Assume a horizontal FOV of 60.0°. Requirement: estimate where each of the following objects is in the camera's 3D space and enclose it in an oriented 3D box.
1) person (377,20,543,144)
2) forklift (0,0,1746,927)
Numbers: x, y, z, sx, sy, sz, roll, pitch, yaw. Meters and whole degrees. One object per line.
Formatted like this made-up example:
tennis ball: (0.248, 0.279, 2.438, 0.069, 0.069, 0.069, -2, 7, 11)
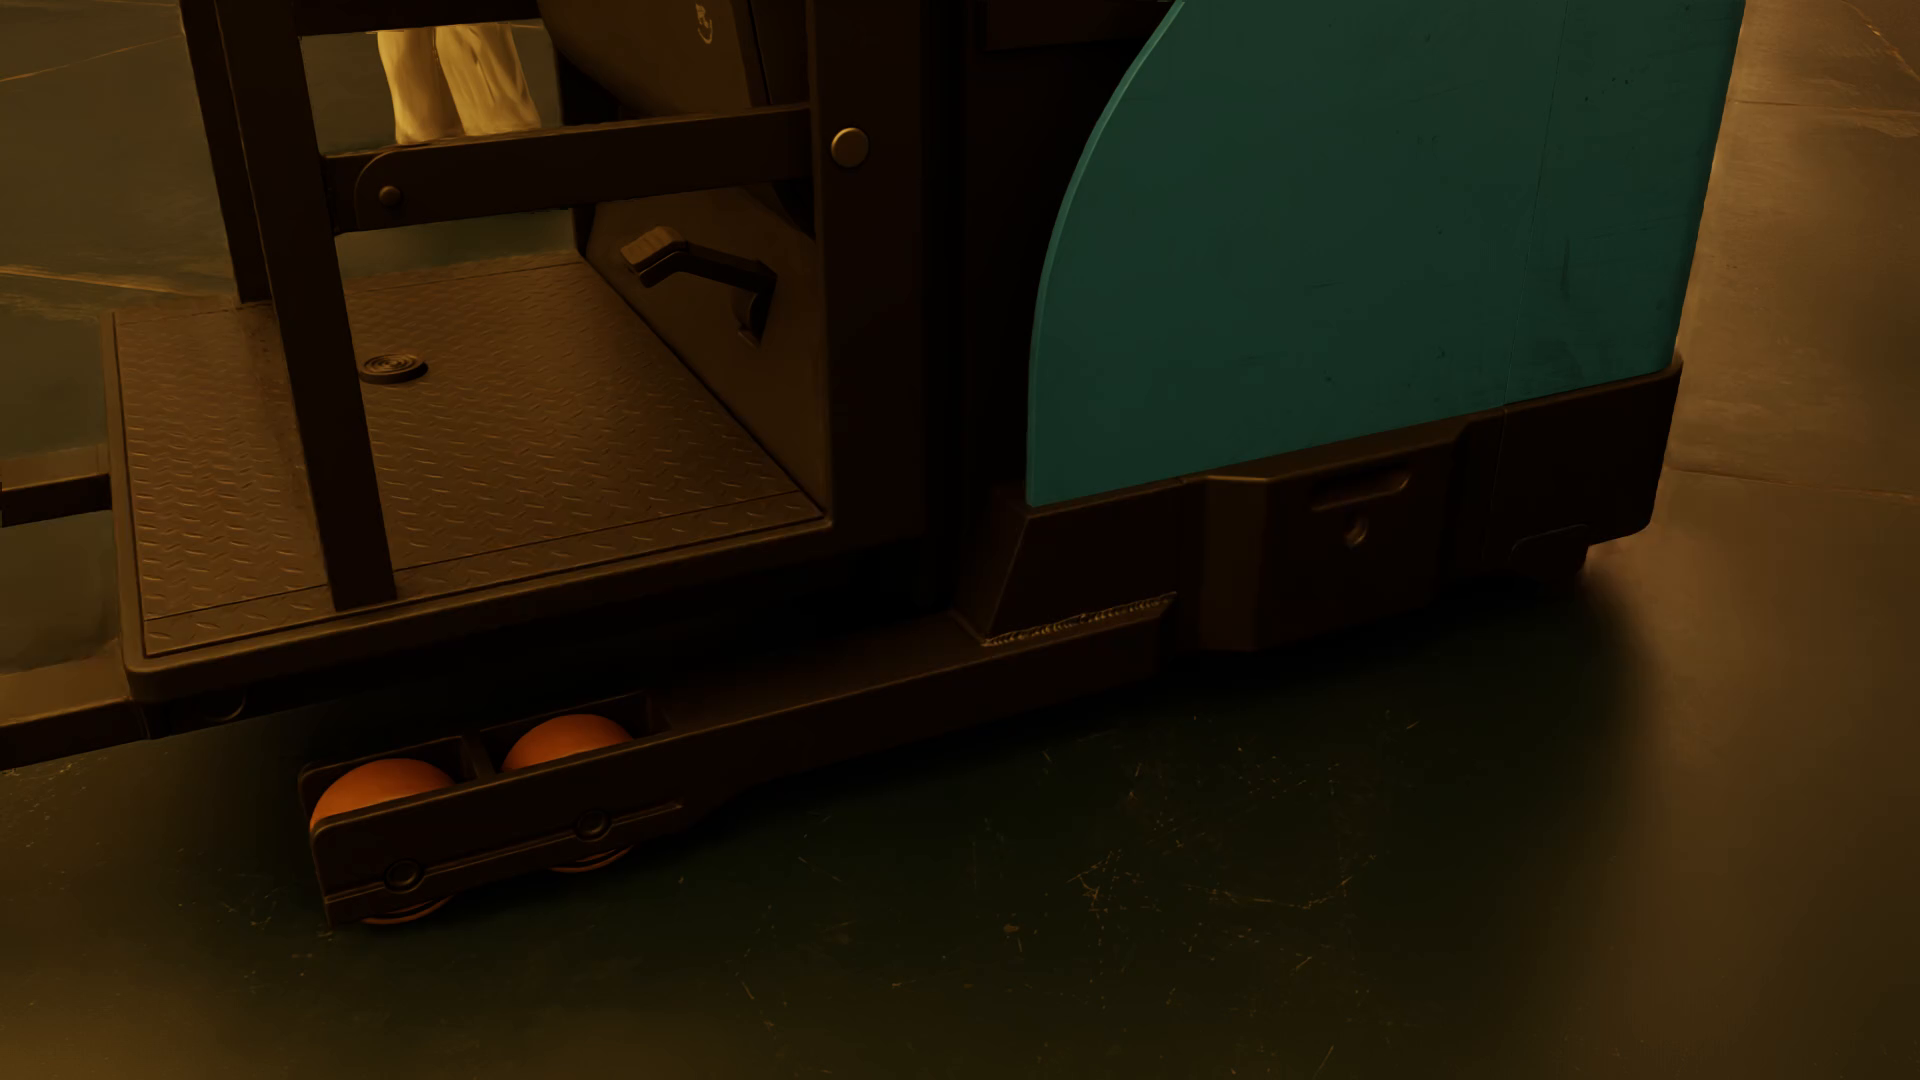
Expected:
person: (-1.240, -1.643, 3.873, 0.539, 1.679, 0.560, -17, 32, -30)
forklift: (-0.550, -1.183, 1.593, 3.031, 2.935, 1.130, -12, 30, -23)
